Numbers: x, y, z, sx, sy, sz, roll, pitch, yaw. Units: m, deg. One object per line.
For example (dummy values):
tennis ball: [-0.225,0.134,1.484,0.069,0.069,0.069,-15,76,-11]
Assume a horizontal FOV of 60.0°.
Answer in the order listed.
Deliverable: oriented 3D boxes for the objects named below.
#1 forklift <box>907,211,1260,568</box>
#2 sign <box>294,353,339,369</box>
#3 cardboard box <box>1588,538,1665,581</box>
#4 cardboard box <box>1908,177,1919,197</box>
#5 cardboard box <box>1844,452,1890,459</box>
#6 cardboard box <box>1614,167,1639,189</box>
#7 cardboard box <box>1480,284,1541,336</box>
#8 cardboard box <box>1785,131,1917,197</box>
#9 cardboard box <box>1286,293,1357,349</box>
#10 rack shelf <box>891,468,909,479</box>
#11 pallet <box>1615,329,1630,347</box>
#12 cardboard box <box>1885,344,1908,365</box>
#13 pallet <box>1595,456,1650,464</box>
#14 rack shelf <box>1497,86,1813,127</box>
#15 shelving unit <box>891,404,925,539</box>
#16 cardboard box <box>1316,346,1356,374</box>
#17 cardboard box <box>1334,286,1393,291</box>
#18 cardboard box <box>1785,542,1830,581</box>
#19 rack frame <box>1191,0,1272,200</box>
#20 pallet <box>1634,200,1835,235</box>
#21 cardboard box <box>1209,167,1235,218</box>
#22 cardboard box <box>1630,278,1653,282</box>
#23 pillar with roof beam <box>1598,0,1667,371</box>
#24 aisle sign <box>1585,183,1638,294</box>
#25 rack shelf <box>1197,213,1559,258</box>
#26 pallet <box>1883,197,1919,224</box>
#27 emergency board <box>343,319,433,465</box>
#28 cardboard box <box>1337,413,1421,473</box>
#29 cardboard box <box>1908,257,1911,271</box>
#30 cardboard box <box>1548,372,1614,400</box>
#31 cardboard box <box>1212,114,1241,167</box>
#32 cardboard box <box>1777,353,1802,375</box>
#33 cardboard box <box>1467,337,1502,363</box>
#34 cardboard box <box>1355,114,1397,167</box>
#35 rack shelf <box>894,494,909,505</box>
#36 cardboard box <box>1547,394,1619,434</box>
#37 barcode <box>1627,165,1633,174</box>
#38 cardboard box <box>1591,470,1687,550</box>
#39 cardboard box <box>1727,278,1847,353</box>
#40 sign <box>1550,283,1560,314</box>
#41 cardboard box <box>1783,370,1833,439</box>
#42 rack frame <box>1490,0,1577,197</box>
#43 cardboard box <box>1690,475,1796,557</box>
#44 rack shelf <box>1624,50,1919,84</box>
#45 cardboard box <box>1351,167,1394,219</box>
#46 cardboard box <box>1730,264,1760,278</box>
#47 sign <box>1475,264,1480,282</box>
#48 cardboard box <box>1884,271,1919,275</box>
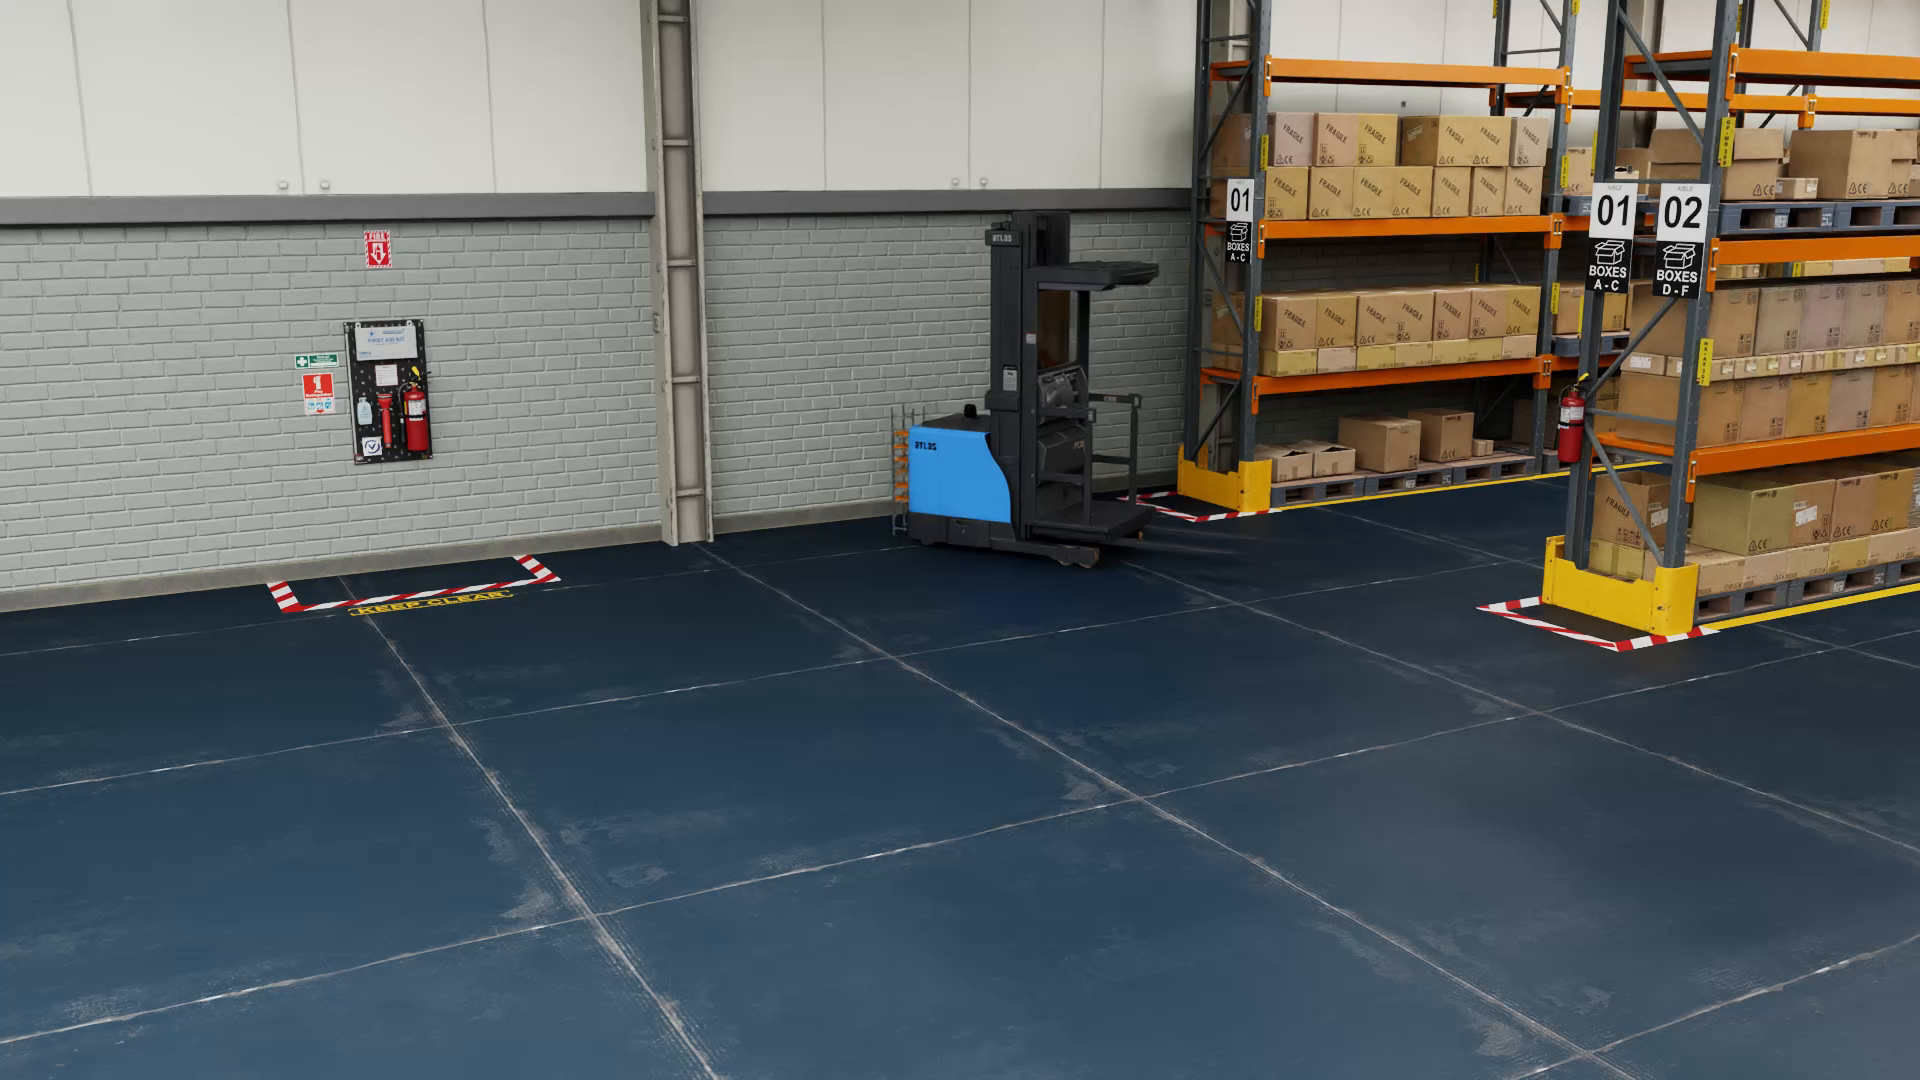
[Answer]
forklift: [1.074,-1.326,14.324,3.031,2.935,1.130,7,14,28]
sign: [-5.186,-1.444,13.404,0.331,0.109,0.001,-7,14,-28]
cardboard box: [5.300,0.127,13.020,0.500,0.250,0.500,-7,14,-28]
cardboard box: [7.554,-2.752,12.969,0.250,0.149,0.380,-7,14,-28]
cardboard box: [7.490,-0.504,14.115,0.500,0.500,0.500,-7,14,-28]
cardboard box: [7.164,-4.003,18.480,0.500,0.311,0.500,-6,14,-26]
cardboard box: [5.838,-2.465,17.817,0.500,0.500,0.500,-7,14,-28]
cardboard box: [6.976,-2.955,13.066,0.637,0.503,0.797,-5,14,-22]
cardboard box: [3.596,-2.195,16.621,0.500,0.500,0.500,-7,14,-28]
rack shelf: [-0.468,-0.581,15.157,0.258,0.103,0.180,7,15,29]
pallet: [7.898,-2.383,19.301,1.213,0.211,1.003,-7,14,-28]
cardboard box: [7.231,-1.479,13.145,0.250,0.149,0.380,-6,14,-26]
pallet: [7.860,-1.122,19.616,1.213,0.211,1.003,-7,14,-28]
rack shelf: [7.861,-4.863,18.770,4.000,0.370,1.077,-7,14,-28]
shelving unit: [-0.468,-0.624,15.147,0.258,1.200,0.189,7,15,29]
cardboard box: [3.624,-1.835,16.726,0.500,0.250,0.500,-7,15,-30]
cardboard box: [4.246,-2.403,17.543,0.500,0.500,0.500,-7,14,-27]
cardboard box: [6.425,0.121,13.047,0.500,0.250,0.500,-7,14,-28]
rack frame: [2.594,-4.777,15.842,0.127,3.000,1.000,-7,14,-28]
pallet: [5.604,-2.386,12.249,1.213,0.211,1.003,-7,14,-28]
cardboard box: [2.839,-3.465,16.570,0.500,0.500,0.500,-6,14,-24]
cardboard box: [8.125,-2.769,19.351,0.500,0.500,0.700,-7,14,-28]
pillar with roof beam: [10.123,-4.819,16.028,0.400,9.000,9.100,-7,14,-28]
aisle sign: [4.773,-2.214,12.196,0.004,0.787,0.394,-7,14,-28]
rack shelf: [4.350,-3.173,17.185,4.000,0.370,1.077,-7,14,-28]
pallet: [7.746,-2.643,13.390,1.213,0.211,1.003,-7,14,-28]
emergency board: [-4.660,-1.207,13.641,0.643,1.169,0.194,-7,14,-28]
cardboard box: [4.413,-1.029,17.540,0.500,0.500,0.700,-8,15,-31]
cardboard box: [11.939,-3.479,21.075,0.500,0.250,0.500,-7,14,-27]
cardboard box: [7.128,-1.760,19.081,0.500,0.250,0.500,-7,15,-29]
cardboard box: [2.847,-3.956,16.474,0.500,0.500,0.500,-6,14,-25]
cardboard box: [6.091,-1.342,12.534,0.250,0.149,0.380,-7,14,-29]
cardboard box: [5.393,-2.049,17.678,0.500,0.250,0.500,-7,14,-28]
cardboard box: [3.958,-3.953,16.461,0.500,0.500,0.500,-6,14,-26]
rack shelf: [-0.468,-0.347,15.210,0.258,0.103,0.180,7,15,29]
cardboard box: [7.173,-1.411,19.239,0.500,0.500,0.700,-7,15,-29]
barcode: [5.005,-2.768,12.421,0.075,0.075,0.001,-7,14,-28]
cardboard box: [5.299,-0.239,12.939,0.500,0.500,0.500,-7,14,-28]
cardboard box: [6.335,-1.740,12.826,0.500,0.500,0.700,-7,14,-28]
sign: [6.372,-2.590,17.814,0.005,0.325,0.100,-7,14,-28]
cardboard box: [6.284,-1.099,12.933,0.500,0.500,0.700,-7,14,-27]
rack frame: [6.105,-5.198,17.712,0.127,3.000,1.000,-7,14,-28]
cardboard box: [5.986,-0.192,12.729,0.500,0.500,0.500,-7,14,-28]
rack shelf: [6.727,-3.583,12.638,3.809,0.124,0.919,-7,14,-28]
cardboard box: [3.950,-3.465,16.567,0.500,0.500,0.500,-6,14,-25]
cardboard box: [9.328,-3.230,19.923,0.250,0.149,0.380,-9,16,-35]
sign: [5.836,-2.943,18.717,0.005,0.325,0.100,-7,14,-28]
cardboard box: [8.096,-1.951,13.764,0.500,0.500,0.700,-7,14,-28]
